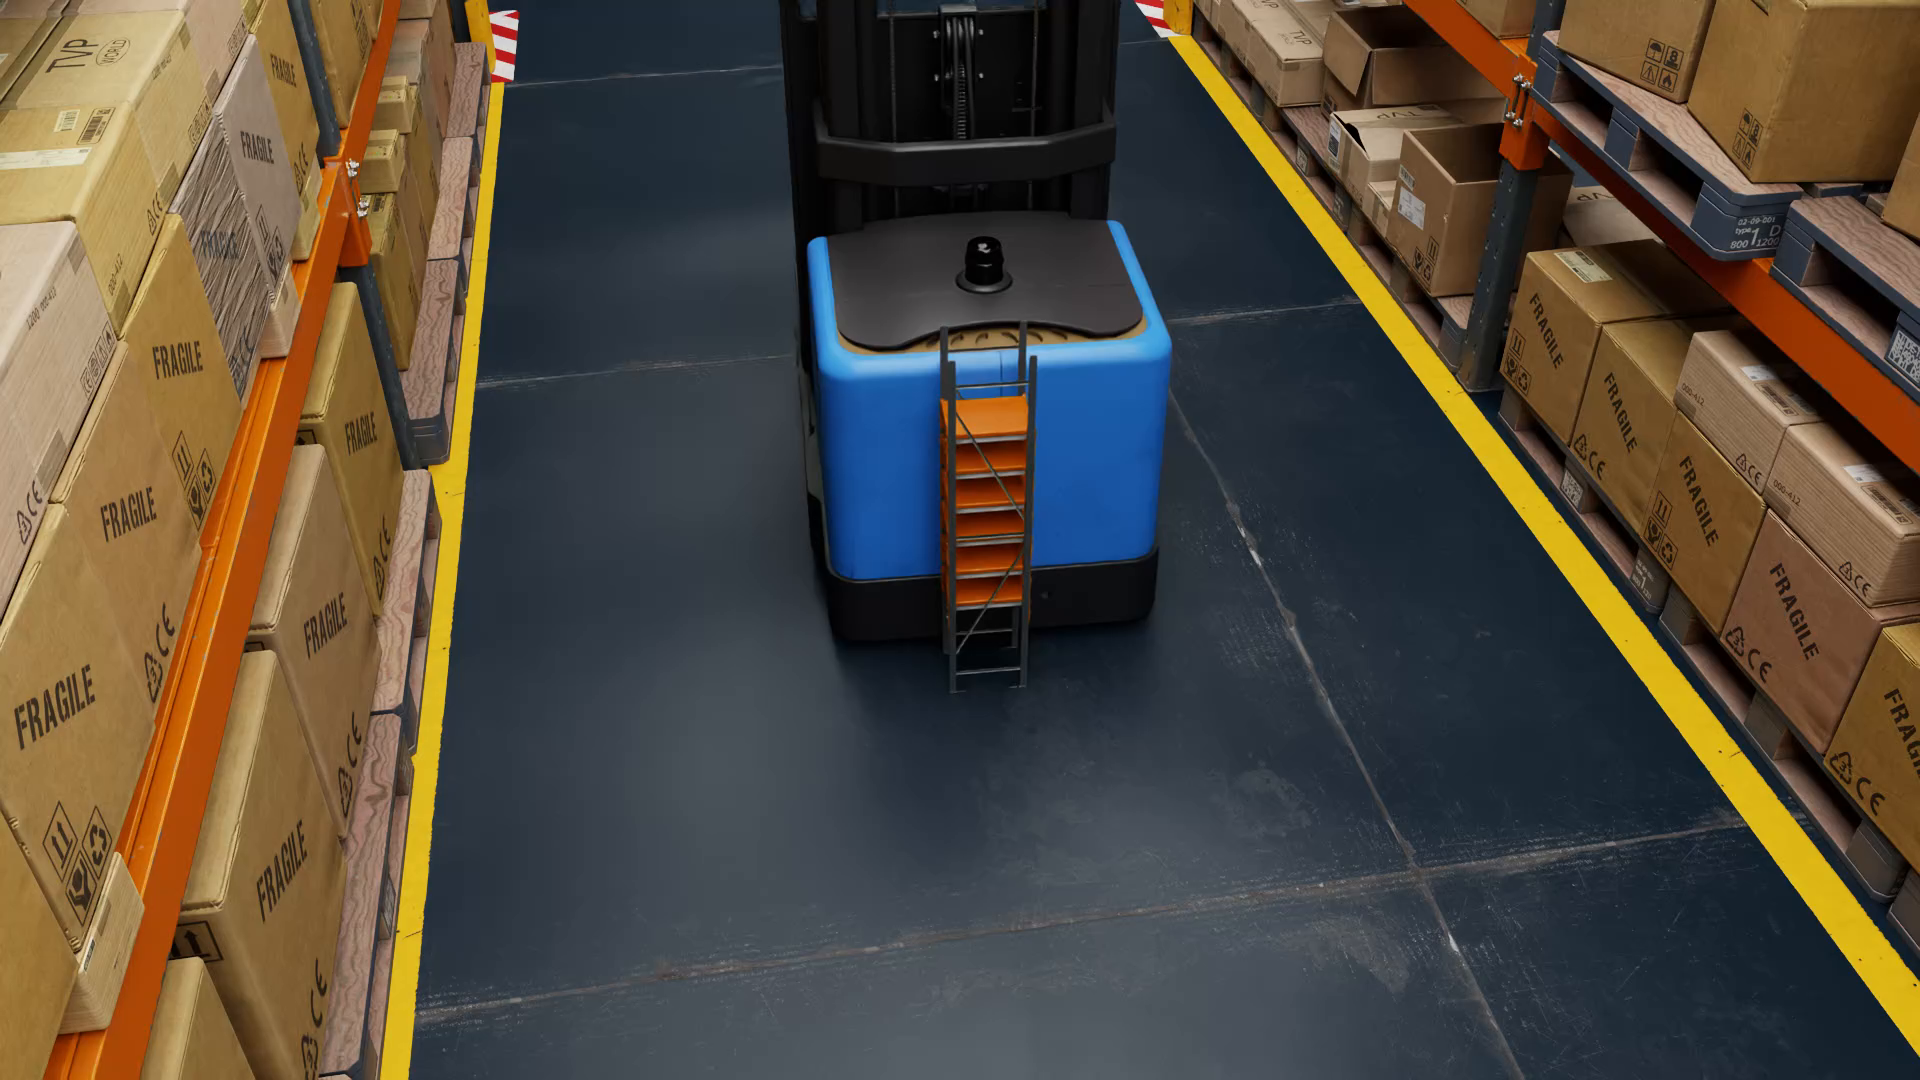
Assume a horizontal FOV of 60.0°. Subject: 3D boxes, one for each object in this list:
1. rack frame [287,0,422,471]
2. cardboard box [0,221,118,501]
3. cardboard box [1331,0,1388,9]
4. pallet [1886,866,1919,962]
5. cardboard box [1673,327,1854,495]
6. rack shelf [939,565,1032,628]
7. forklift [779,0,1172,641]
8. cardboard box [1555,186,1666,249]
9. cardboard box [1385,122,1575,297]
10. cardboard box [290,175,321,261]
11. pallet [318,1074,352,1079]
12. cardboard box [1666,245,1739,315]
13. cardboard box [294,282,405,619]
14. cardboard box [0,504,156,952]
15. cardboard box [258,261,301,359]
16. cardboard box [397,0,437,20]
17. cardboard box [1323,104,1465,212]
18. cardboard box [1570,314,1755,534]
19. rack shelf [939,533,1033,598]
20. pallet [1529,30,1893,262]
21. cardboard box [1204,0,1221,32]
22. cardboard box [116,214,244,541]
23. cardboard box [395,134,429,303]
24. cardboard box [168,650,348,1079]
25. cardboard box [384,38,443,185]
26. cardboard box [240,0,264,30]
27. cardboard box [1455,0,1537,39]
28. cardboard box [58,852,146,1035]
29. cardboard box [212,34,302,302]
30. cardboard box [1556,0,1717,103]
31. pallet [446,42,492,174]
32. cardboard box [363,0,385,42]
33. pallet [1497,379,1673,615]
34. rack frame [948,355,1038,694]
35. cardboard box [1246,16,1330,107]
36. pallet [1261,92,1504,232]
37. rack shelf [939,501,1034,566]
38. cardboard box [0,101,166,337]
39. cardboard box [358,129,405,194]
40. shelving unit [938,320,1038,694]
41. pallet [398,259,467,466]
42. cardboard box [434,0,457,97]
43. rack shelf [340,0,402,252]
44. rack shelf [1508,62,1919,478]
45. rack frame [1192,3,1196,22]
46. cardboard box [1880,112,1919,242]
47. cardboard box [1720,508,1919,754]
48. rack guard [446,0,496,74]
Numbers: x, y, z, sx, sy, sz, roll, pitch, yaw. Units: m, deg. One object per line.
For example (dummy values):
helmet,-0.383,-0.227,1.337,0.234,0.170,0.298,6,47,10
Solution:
rack frame,-2.417,-1.305,4.984,1.000,3.000,0.127,-6,38,-8
cardboard box,-1.728,-0.278,2.711,0.500,0.250,0.500,-6,38,-8
cardboard box,2.078,-2.754,8.801,0.380,0.166,0.250,-6,38,-8
pallet,3.067,1.223,4.004,1.003,0.211,1.213,-6,38,-8
cardboard box,2.480,-0.400,4.888,0.500,0.250,0.500,-6,38,-8
rack shelf,0.076,0.161,5.029,0.258,0.103,0.180,-4,38,-5
forklift,-0.062,-1.735,5.594,1.130,2.935,3.031,-4,38,-5
cardboard box,2.599,-1.228,6.719,0.500,0.311,0.500,-6,38,-8
cardboard box,2.080,-1.340,6.709,0.500,0.500,0.500,-6,38,-8
cardboard box,-2.012,-0.890,4.639,0.380,0.149,0.250,-6,38,-7
pallet,-1.780,1.728,3.353,1.003,0.211,1.213,-6,38,-8
cardboard box,2.828,-0.759,5.961,0.500,0.500,0.500,-6,38,-8
cardboard box,-2.175,-0.243,5.028,0.750,0.750,0.750,-6,38,-7
cardboard box,-1.632,0.308,2.568,0.500,0.500,0.500,-5,38,-6
cardboard box,-1.906,-0.575,4.234,0.380,0.149,0.250,-6,38,-8
cardboard box,-2.650,-2.531,7.730,0.380,0.149,0.250,-5,38,-7
cardboard box,1.949,-1.718,7.350,0.500,0.311,0.500,-6,38,-8
cardboard box,2.409,-0.387,5.482,0.500,0.500,0.500,-6,38,-7
rack shelf,0.076,0.066,4.955,0.258,0.103,0.180,-4,38,-5
pallet,2.492,-1.269,5.095,1.003,0.211,1.213,-6,38,-8
cardboard box,1.537,-2.870,8.950,0.380,0.166,0.250,-6,38,-8
cardboard box,-1.816,-0.305,3.358,0.500,0.500,0.500,-5,38,-7
cardboard box,-2.532,-1.250,6.609,0.700,0.500,0.500,-7,38,-8
cardboard box,-1.863,0.806,3.677,0.750,0.750,0.750,-6,38,-8
cardboard box,-2.720,-1.881,7.422,0.700,0.500,0.500,-7,38,-9
cardboard box,-2.083,-1.511,4.298,0.500,0.250,0.500,-5,38,-7
cardboard box,2.119,-2.153,5.995,0.500,0.500,0.500,-6,38,-7
cardboard box,-1.544,0.656,2.649,0.380,0.149,0.250,-5,38,-7
cardboard box,-1.989,-0.911,4.137,0.500,0.500,0.500,-6,38,-8
cardboard box,2.322,-1.735,5.114,0.700,0.500,0.500,-19,42,-23
pallet,-2.901,-2.145,8.339,1.003,0.211,1.213,-6,38,-8
cardboard box,-2.619,-2.194,5.884,0.980,0.700,0.700,-7,38,-9
pallet,2.639,-0.251,5.901,1.003,0.211,1.213,-6,38,-8
rack frame,0.087,-0.008,4.783,0.240,1.200,0.006,-4,38,-5
cardboard box,1.749,-2.381,8.252,0.500,0.250,0.500,-6,38,-8
pallet,2.123,-1.892,8.013,1.003,0.211,1.213,-6,38,-8
rack shelf,0.076,-0.029,4.882,0.258,0.103,0.180,-4,38,-5
cardboard box,-1.824,-0.585,3.107,0.500,0.250,0.500,-7,38,-9
cardboard box,-2.328,-1.429,6.310,0.380,0.149,0.250,-5,38,-6
shelving unit,0.076,-0.064,4.854,0.258,1.200,0.189,-4,38,-5
pallet,-2.473,-0.671,6.442,1.003,0.211,1.213,-6,38,-8
cardboard box,-2.897,-2.487,8.202,0.700,0.500,0.500,-6,38,-8
rack shelf,-2.768,-2.228,6.760,1.077,0.370,4.000,-6,38,-8
rack shelf,2.810,-0.348,4.339,1.077,0.370,4.000,-6,38,-8
rack frame,1.758,-4.256,8.783,1.000,3.000,0.127,-6,38,-8
cardboard box,2.830,-0.984,4.148,0.700,0.500,0.500,-16,41,-19
cardboard box,2.577,0.221,4.699,0.500,0.500,0.500,-8,38,-10
rack guard,-3.122,-2.748,8.880,1.175,0.500,0.348,-6,38,-8
